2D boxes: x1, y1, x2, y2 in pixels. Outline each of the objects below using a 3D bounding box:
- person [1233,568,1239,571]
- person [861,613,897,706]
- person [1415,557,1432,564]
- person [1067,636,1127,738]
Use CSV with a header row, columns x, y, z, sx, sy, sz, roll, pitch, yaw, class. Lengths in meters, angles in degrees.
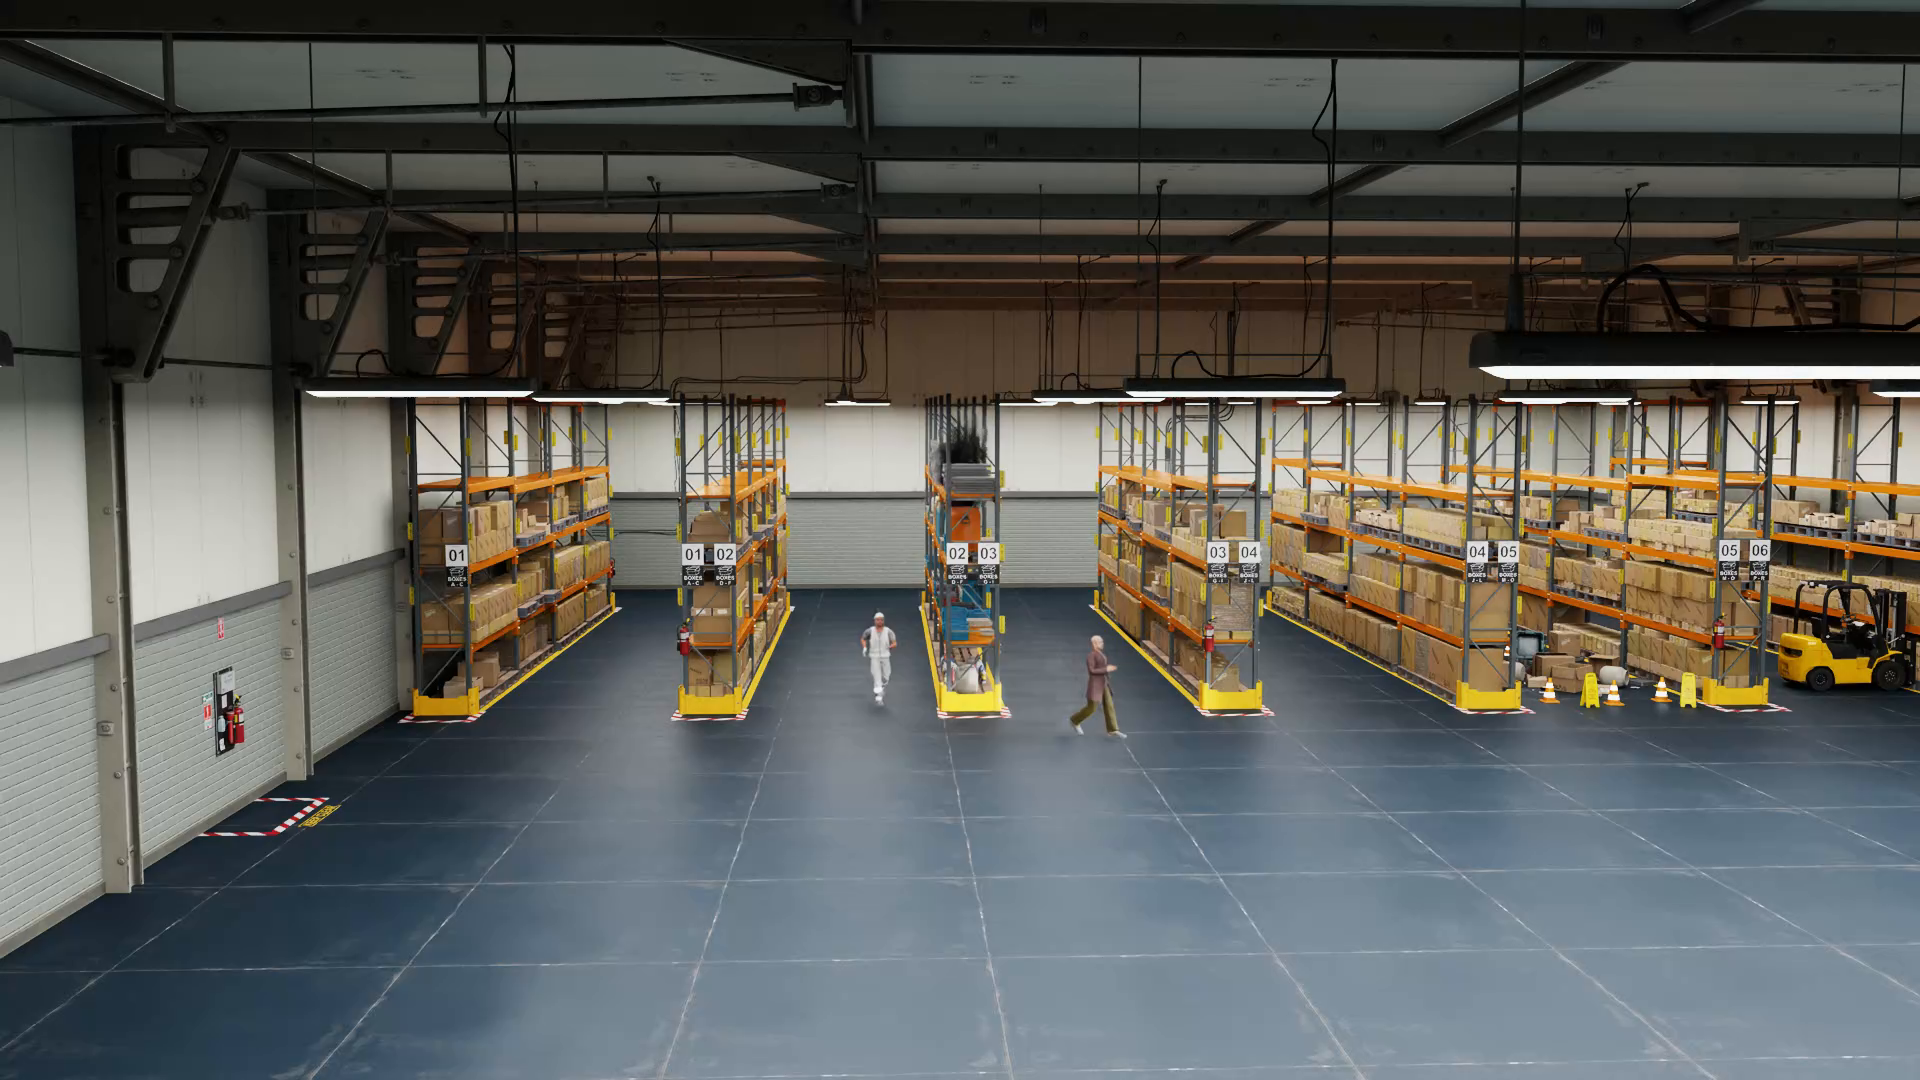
x,y,z,sx,sy,sz,roll,pitch,yaw,class
7.612,1.152,47.298,0.776,1.668,0.580,0,5,3,person
-1.560,2.284,32.147,0.675,1.774,0.963,-1,5,-10,person
13.736,1.011,49.355,0.881,1.644,0.613,0,5,-4,person
2.405,2.534,28.782,1.013,1.759,0.705,3,5,30,person
